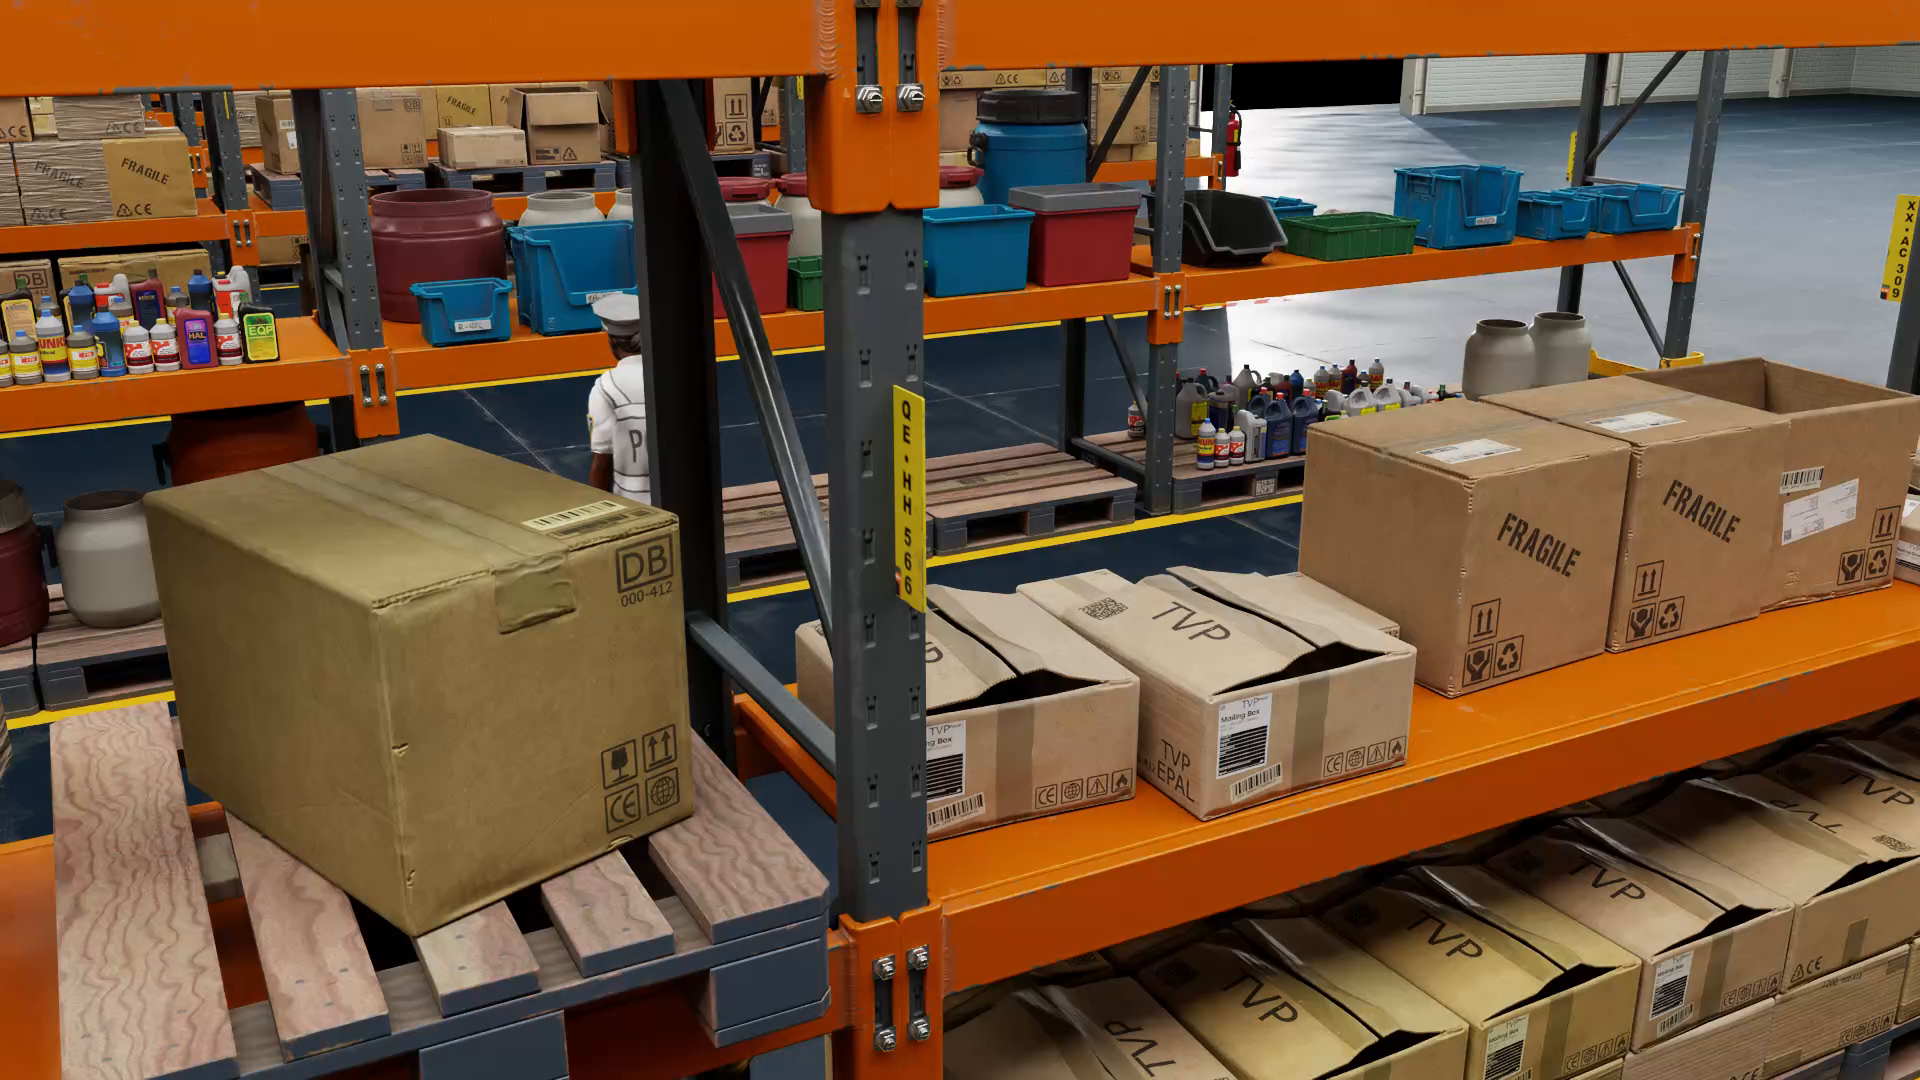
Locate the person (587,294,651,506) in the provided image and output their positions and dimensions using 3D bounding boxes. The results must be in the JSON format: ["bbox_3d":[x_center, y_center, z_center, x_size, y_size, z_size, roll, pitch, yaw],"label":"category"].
[{"bbox_3d":[-1.165,-0.093,6.335,0.531,1.661,0.426,-11,22,-30],"label":"person"}]
